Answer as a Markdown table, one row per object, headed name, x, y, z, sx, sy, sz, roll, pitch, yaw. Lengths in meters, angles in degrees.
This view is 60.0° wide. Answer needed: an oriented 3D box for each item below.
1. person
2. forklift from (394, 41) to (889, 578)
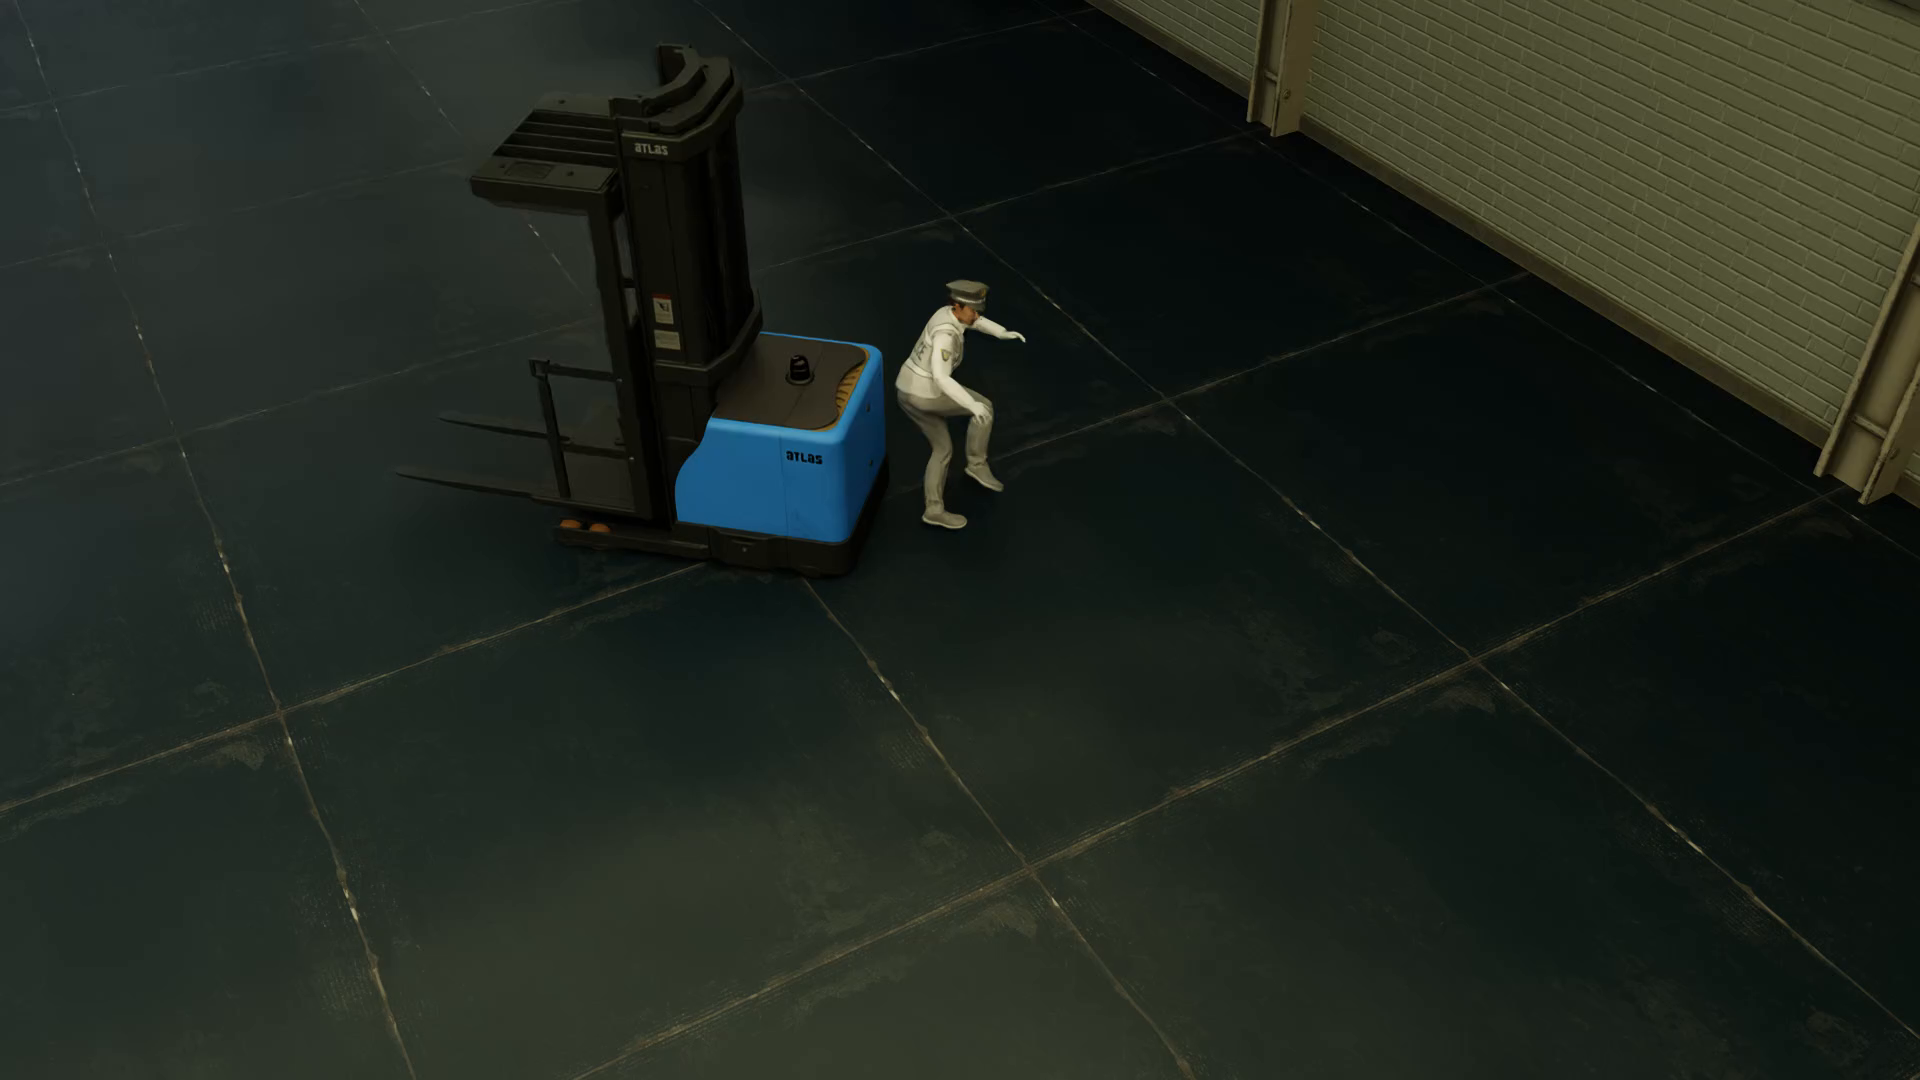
| name | x | y | z | sx | sy | sz | roll | pitch | yaw |
| --- | --- | --- | --- | --- | --- | --- | --- | --- | --- |
| person | 0.046 | -0.895 | 10.281 | 0.836 | 1.432 | 0.916 | -12 | 41 | -14 |
| forklift | -2.026 | -1.385 | 9.706 | 3.031 | 2.935 | 1.130 | 8 | 40 | 10 |
